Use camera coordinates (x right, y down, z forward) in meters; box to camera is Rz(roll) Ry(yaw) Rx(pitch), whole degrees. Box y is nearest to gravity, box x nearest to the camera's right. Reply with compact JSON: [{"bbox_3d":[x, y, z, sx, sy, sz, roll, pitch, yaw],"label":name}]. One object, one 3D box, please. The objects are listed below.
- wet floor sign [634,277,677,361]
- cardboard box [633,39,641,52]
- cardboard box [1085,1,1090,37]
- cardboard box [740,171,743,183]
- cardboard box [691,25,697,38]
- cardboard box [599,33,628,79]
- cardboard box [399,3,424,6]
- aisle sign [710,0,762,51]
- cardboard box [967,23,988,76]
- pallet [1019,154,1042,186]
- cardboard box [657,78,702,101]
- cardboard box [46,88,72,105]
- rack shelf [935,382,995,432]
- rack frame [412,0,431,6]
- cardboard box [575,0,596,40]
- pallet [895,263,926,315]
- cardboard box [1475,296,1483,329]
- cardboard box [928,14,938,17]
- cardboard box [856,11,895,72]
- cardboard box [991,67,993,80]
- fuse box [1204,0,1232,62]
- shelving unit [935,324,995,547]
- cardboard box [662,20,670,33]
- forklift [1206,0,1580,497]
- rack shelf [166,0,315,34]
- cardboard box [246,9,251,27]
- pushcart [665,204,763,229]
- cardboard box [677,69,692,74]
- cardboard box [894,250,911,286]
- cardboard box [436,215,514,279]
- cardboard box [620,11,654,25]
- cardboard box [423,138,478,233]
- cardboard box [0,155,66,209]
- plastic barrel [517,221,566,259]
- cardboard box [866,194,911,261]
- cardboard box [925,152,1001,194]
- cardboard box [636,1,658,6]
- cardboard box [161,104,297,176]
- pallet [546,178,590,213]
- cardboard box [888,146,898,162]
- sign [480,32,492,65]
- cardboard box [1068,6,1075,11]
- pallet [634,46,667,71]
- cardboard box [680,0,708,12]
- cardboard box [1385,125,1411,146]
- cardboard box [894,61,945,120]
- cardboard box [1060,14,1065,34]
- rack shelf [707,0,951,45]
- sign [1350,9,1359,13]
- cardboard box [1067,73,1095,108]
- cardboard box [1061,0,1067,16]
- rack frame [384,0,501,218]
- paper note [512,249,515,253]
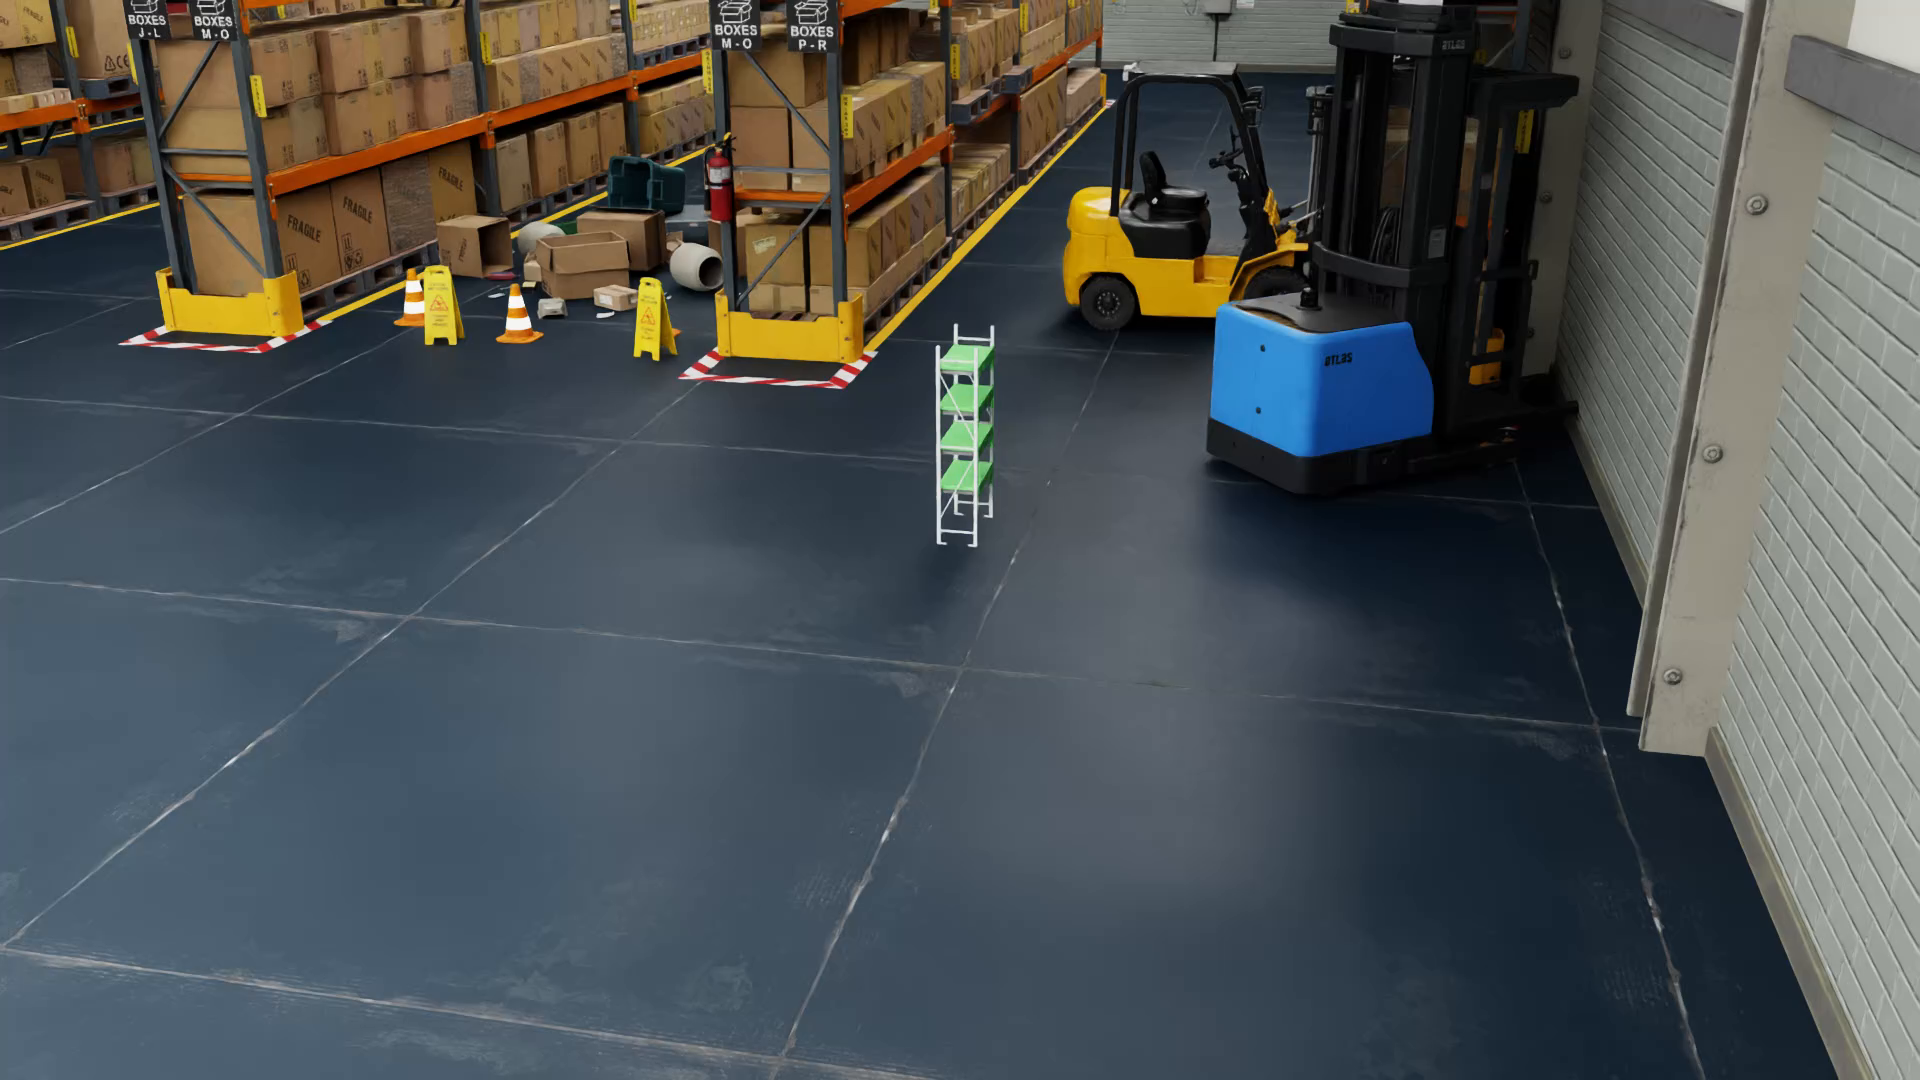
[{"bbox_3d":[-2.488,-1.809,13.481,0.267,0.644,0.232,13,25,29],"label":"wet floor sign"},{"bbox_3d":[-4.347,-6.382,21.458,0.380,0.149,0.250,4,22,10],"label":"cardboard box"},{"bbox_3d":[1.718,-8.029,25.641,0.500,0.500,0.500,5,22,13],"label":"cardboard box"},{"bbox_3d":[-1.592,-3.027,13.690,0.380,0.149,0.250,4,22,10],"label":"cardboard box"},{"bbox_3d":[-3.915,-7.156,23.381,0.380,0.149,0.250,3,22,9],"label":"cardboard box"},{"bbox_3d":[-4.465,-6.016,20.643,0.500,0.500,0.500,4,22,11],"label":"cardboard box"},{"bbox_3d":[-8.483,-7.888,25.289,0.500,0.500,0.500,5,22,11],"label":"cardboard box"},{"bbox_3d":[-1.698,-4.094,12.525,0.394,0.787,0.004,4,22,11],"label":"aisle sign"},{"bbox_3d":[0.007,-5.244,17.764,0.500,0.500,0.500,4,22,11],"label":"cardboard box"},{"bbox_3d":[0.465,-4.804,21.499,1.003,0.211,1.213,4,22,11],"label":"pallet"},{"bbox_3d":[-3.936,-6.328,23.331,0.500,0.250,0.500,3,22,9],"label":"cardboard box"},{"bbox_3d":[-10.043,-4.890,18.316,0.380,0.149,0.250,4,22,11],"label":"cardboard box"},{"bbox_3d":[0.034,-0.780,9.714,0.258,0.148,0.480,4,22,11],"label":"rack shelf"},{"bbox_3d":[-8.655,-8.033,25.784,1.000,3.000,0.127,4,22,11],"label":"rack frame"},{"bbox_3d":[-4.839,-6.317,20.051,0.700,0.500,0.500,4,22,10],"label":"cardboard box"},{"bbox_3d":[-0.935,-2.363,15.437,1.003,0.211,1.213,4,22,11],"label":"pallet"},{"bbox_3d":[3.757,-1.819,12.805,0.500,0.250,0.500,5,22,12],"label":"cardboard box"},{"bbox_3d":[-0.289,-5.661,18.801,0.500,0.500,0.500,5,22,12],"label":"cardboard box"},{"bbox_3d":[-1.013,-4.670,15.565,0.700,0.500,0.500,5,22,11],"label":"cardboard box"},{"bbox_3d":[0.155,-5.182,18.480,0.380,0.149,0.250,4,22,9],"label":"cardboard box"},{"bbox_3d":[5.017,-9.993,32.376,0.539,1.711,0.414,4,22,11],"label":"fuse box"},{"bbox_3d":[0.034,-0.617,9.780,0.258,1.200,0.503,4,22,11],"label":"shelving unit"},{"bbox_3d":[-4.133,-6.913,22.380,0.380,0.149,0.250,4,22,11],"label":"cardboard box"},{"bbox_3d":[3.193,-2.005,10.908,3.031,2.935,1.130,-11,25,-26],"label":"forklift"},{"bbox_3d":[-5.860,-5.018,15.247,1.077,0.370,4.000,4,22,11],"label":"rack shelf"},{"bbox_3d":[-9.542,-6.611,21.557,0.500,0.500,0.500,2,22,4],"label":"cardboard box"},{"bbox_3d":[-2.828,-3.291,17.520,1.648,0.377,0.936,-3,22,-8],"label":"pushcart"},{"bbox_3d":[-4.229,-6.751,24.381,0.500,0.250,0.500,3,22,9],"label":"cardboard box"},{"bbox_3d":[-0.756,-2.469,15.087,0.500,0.250,0.500,6,23,15],"label":"cardboard box"},{"bbox_3d":[-4.764,-2.888,16.352,0.500,0.500,0.500,8,23,20],"label":"cardboard box"},{"bbox_3d":[-4.245,-6.851,21.828,0.380,0.149,0.250,4,22,11],"label":"cardboard box"},{"bbox_3d":[-5.649,-3.677,17.250,0.875,0.875,0.875,5,22,12],"label":"cardboard box"},{"bbox_3d":[-10.408,-3.999,18.553,0.500,0.500,0.500,4,22,9],"label":"cardboard box"},{"bbox_3d":[-4.182,-2.965,16.650,0.421,0.421,0.512,-16,27,-35],"label":"plastic barrel"},{"bbox_3d":[-0.750,-2.813,14.938,0.500,0.500,0.500,5,22,12],"label":"cardboard box"},{"bbox_3d":[-0.037,-4.314,19.506,0.950,0.372,0.625,4,22,10],"label":"cardboard box"},{"bbox_3d":[-4.510,-7.576,23.628,0.380,0.149,0.250,4,22,10],"label":"cardboard box"},{"bbox_3d":[-6.237,-3.438,14.174,0.875,0.550,0.550,4,22,11],"label":"cardboard box"},{"bbox_3d":[-5.122,-4.134,19.836,1.003,0.211,1.213,4,22,11],"label":"pallet"},{"bbox_3d":[-0.764,-3.447,14.734,0.380,0.149,0.250,4,22,9],"label":"cardboard box"},{"bbox_3d":[-4.909,-5.089,17.209,0.100,0.325,0.005,4,22,11],"label":"sign"},{"bbox_3d":[1.381,-7.943,24.090,0.500,0.500,0.500,5,22,11],"label":"cardboard box"},{"bbox_3d":[-4.595,-6.335,21.825,1.213,0.211,1.003,4,22,11],"label":"pallet"},{"bbox_3d":[-3.819,-7.618,23.731,0.380,0.149,0.250,4,22,9],"label":"cardboard box"},{"bbox_3d":[3.255,-3.007,12.303,0.380,0.149,0.250,5,22,12],"label":"cardboard box"},{"bbox_3d":[-0.433,-4.355,16.119,0.500,0.500,0.500,4,22,10],"label":"cardboard box"},{"bbox_3d":[1.195,-7.260,23.397,0.500,0.250,0.500,4,22,11],"label":"cardboard box"},{"bbox_3d":[-0.994,-4.678,14.402,1.077,0.370,4.000,4,22,11],"label":"rack shelf"},{"bbox_3d":[4.557,-5.976,19.233,0.100,0.325,0.005,4,22,11],"label":"sign"},{"bbox_3d":[1.648,-7.162,26.490,0.875,0.438,0.875,5,22,12],"label":"cardboard box"},{"bbox_3d":[1.201,-7.605,23.250,0.500,0.500,0.500,5,23,13],"label":"cardboard box"},{"bbox_3d":[-5.452,-4.692,17.489,1.000,3.000,0.127,4,22,11],"label":"rack frame"},{"bbox_3d":[-4.703,-3.000,17.262,0.147,0.020,0.142,-11,25,-26],"label":"paper note"}]
